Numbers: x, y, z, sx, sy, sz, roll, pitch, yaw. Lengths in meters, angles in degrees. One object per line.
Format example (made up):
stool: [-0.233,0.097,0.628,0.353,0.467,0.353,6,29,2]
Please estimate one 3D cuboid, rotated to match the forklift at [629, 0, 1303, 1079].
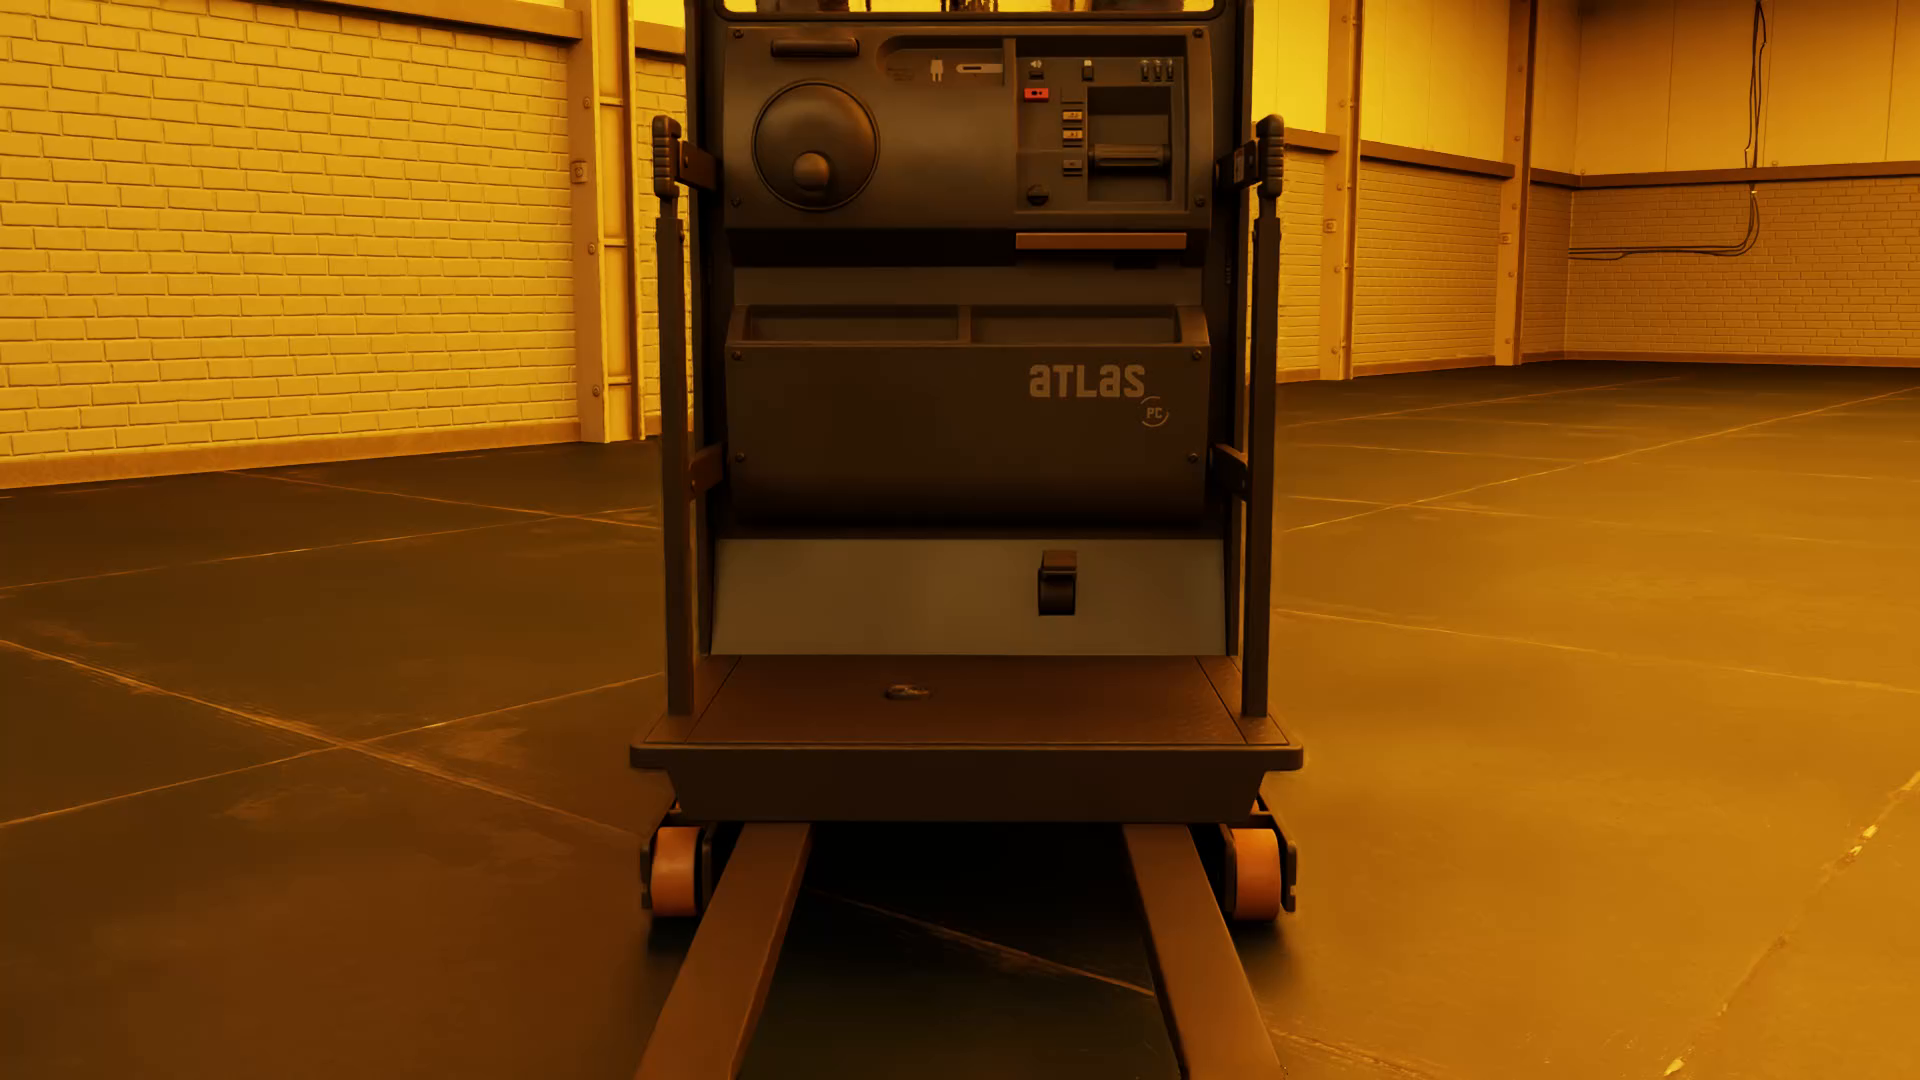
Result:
forklift: [0.015,-0.833,2.973,1.130,2.935,3.031,0,8,1]
